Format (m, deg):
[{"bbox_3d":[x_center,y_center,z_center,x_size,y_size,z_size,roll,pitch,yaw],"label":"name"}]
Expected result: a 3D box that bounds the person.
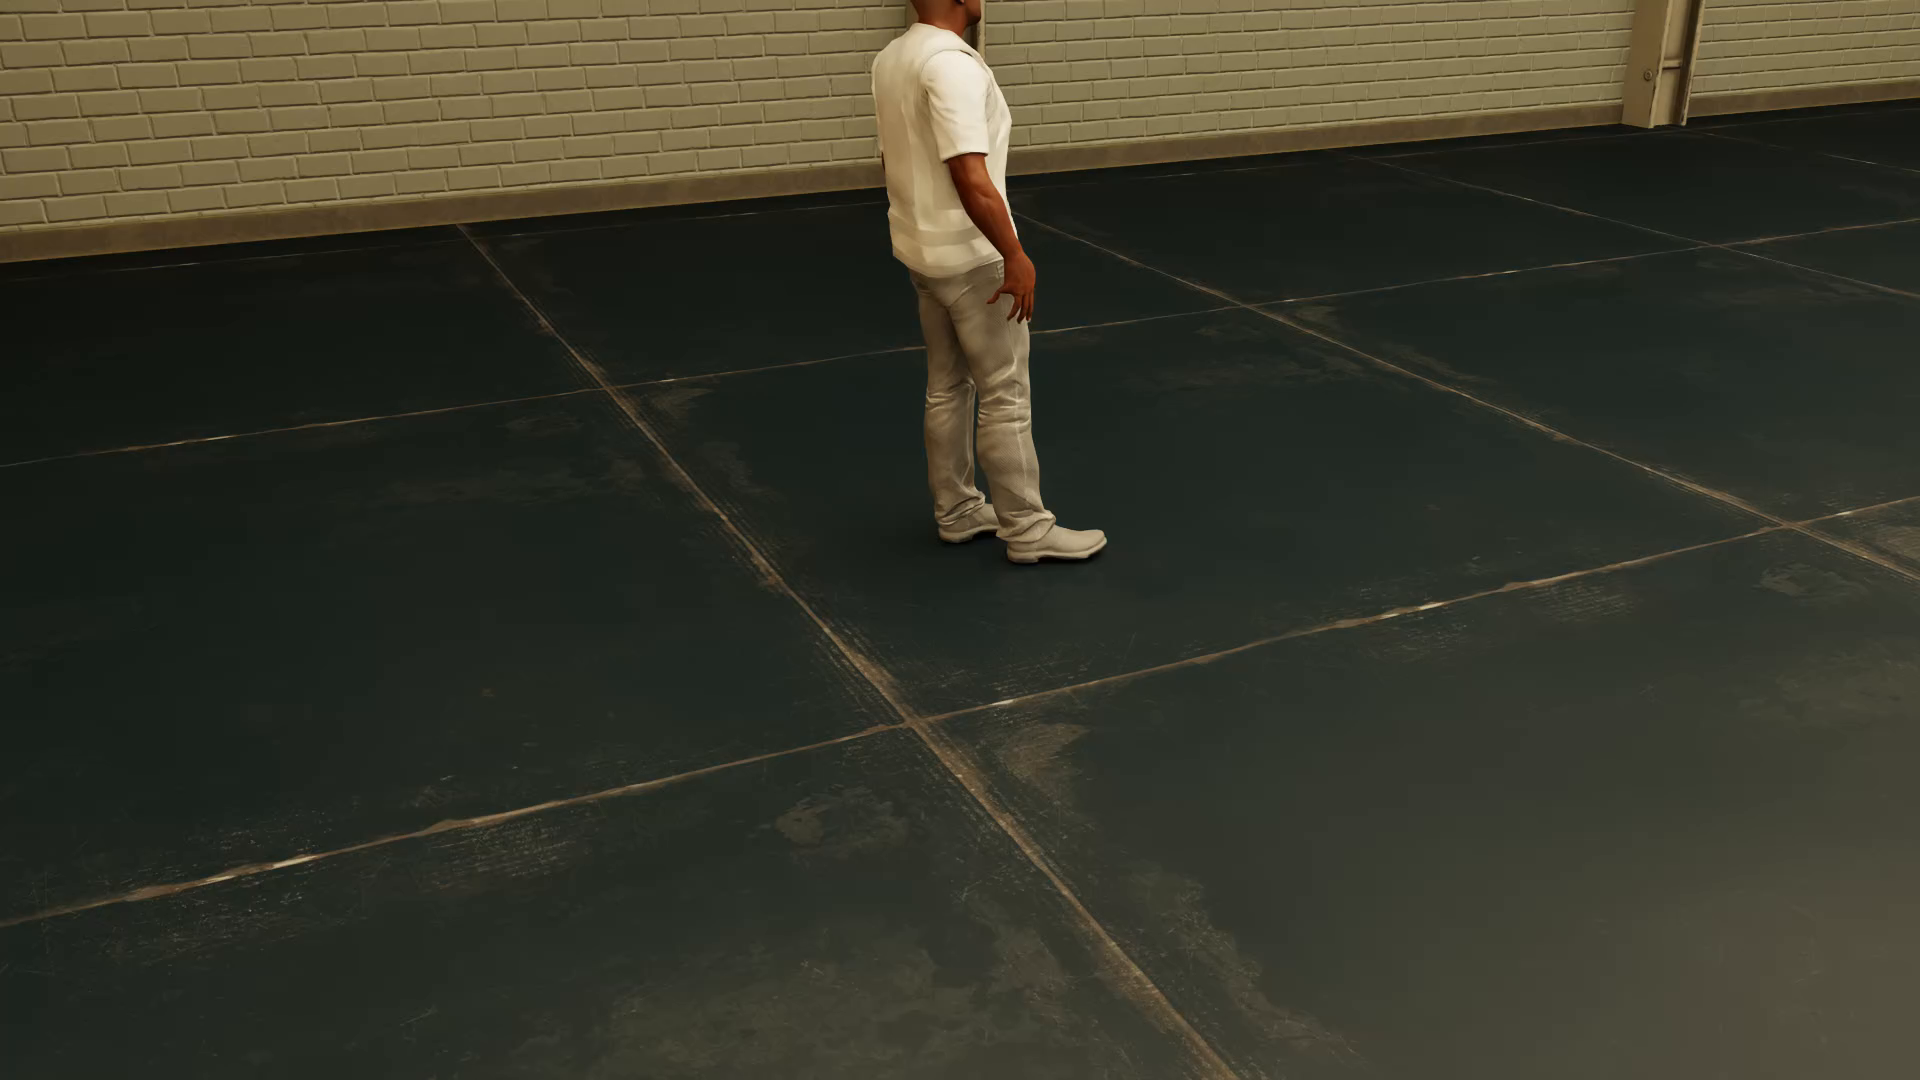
[{"bbox_3d":[0.065,-0.831,4.787,0.577,1.765,0.665,-10,25,-23],"label":"person"}]
